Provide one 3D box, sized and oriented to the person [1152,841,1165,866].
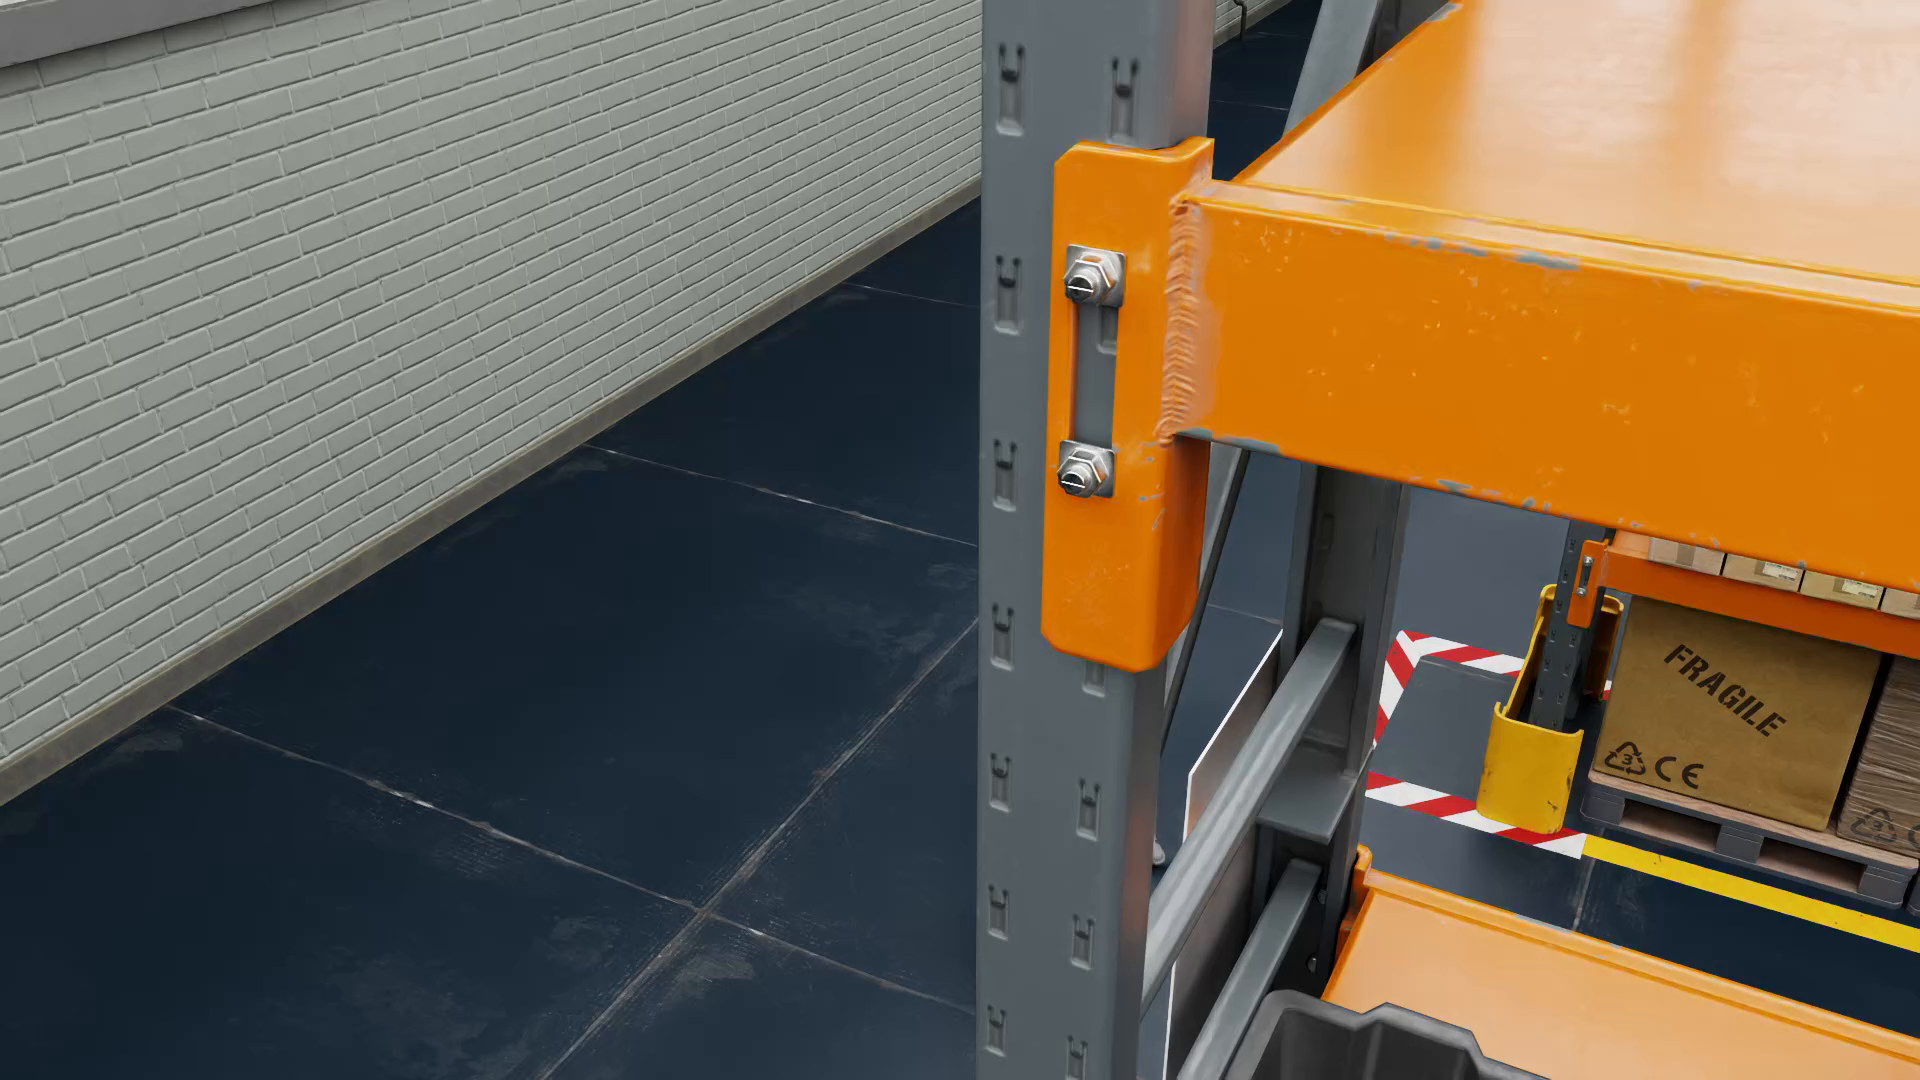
[{"bbox_3d":[0.524,0.398,6.392,0.602,1.778,0.709,-9,31,-15],"label":"person"}]
